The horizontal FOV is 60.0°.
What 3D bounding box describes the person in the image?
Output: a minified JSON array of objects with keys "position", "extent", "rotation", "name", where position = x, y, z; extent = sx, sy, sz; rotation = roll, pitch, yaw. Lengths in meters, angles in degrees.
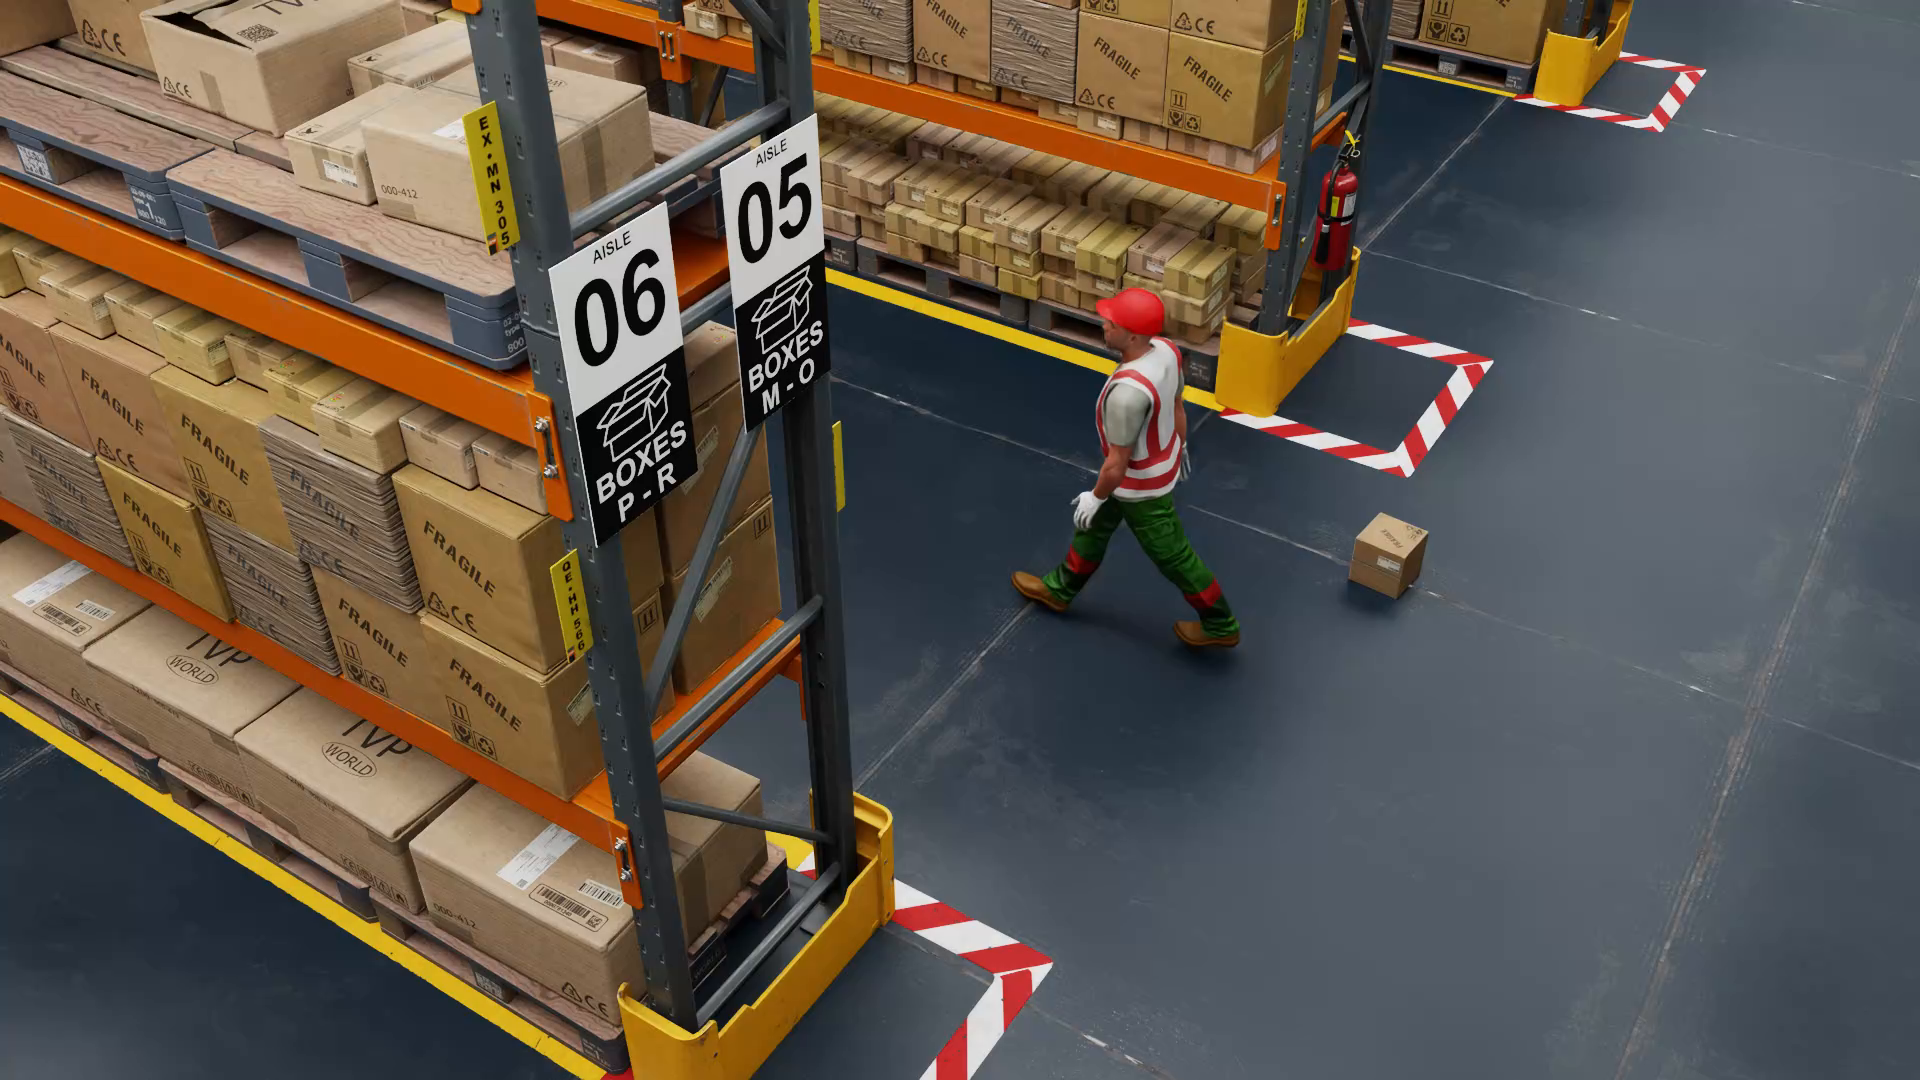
[{"position":[0.729,-0.283,7.041],"extent":[1.087,1.733,0.577],"rotation":[10,39,13],"name":"person"}]
